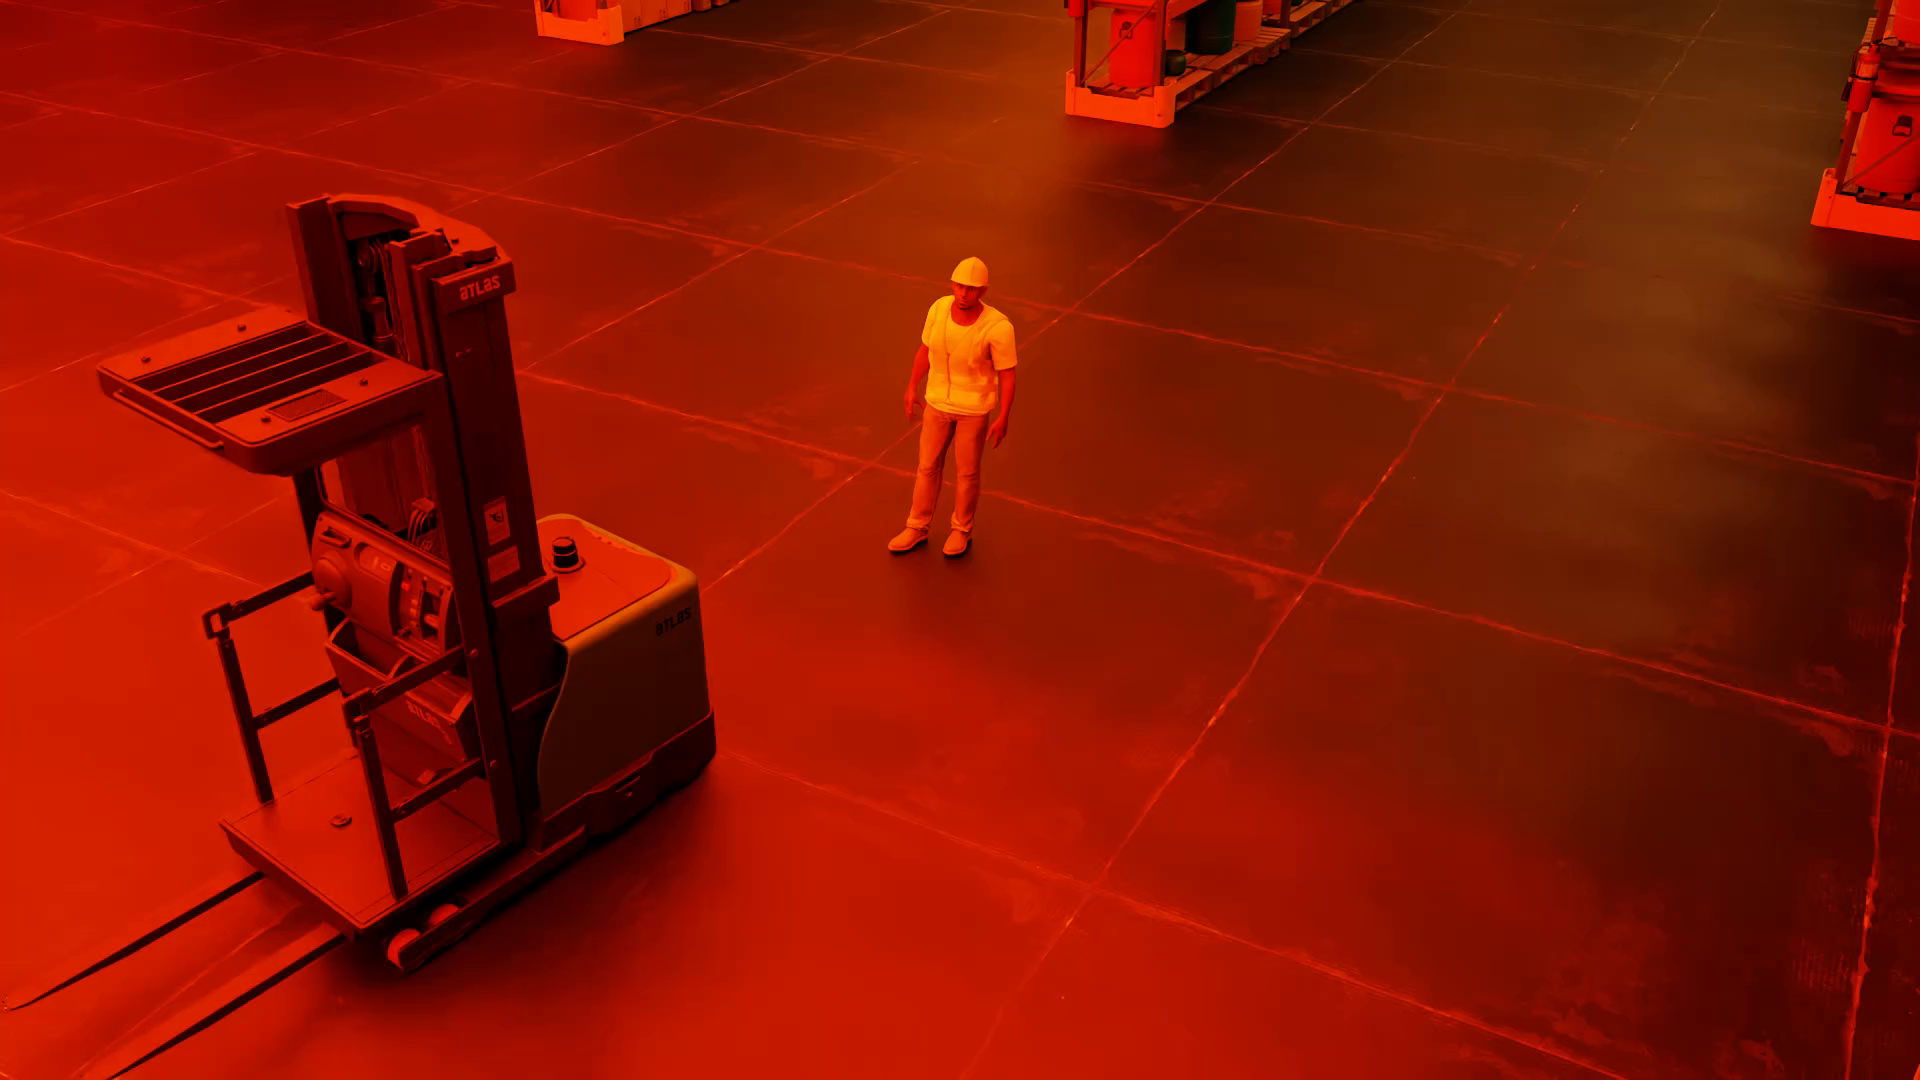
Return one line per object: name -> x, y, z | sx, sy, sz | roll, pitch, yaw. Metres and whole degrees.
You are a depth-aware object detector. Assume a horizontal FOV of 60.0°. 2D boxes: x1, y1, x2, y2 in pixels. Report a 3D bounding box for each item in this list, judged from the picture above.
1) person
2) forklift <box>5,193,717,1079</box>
person -> -0.039, -0.743, 9.508 | 0.665, 1.765, 0.577 | 15, 33, 25
forklift -> -2.499, 0.233, 6.666 | 1.130, 2.935, 3.031 | 22, 37, 33
